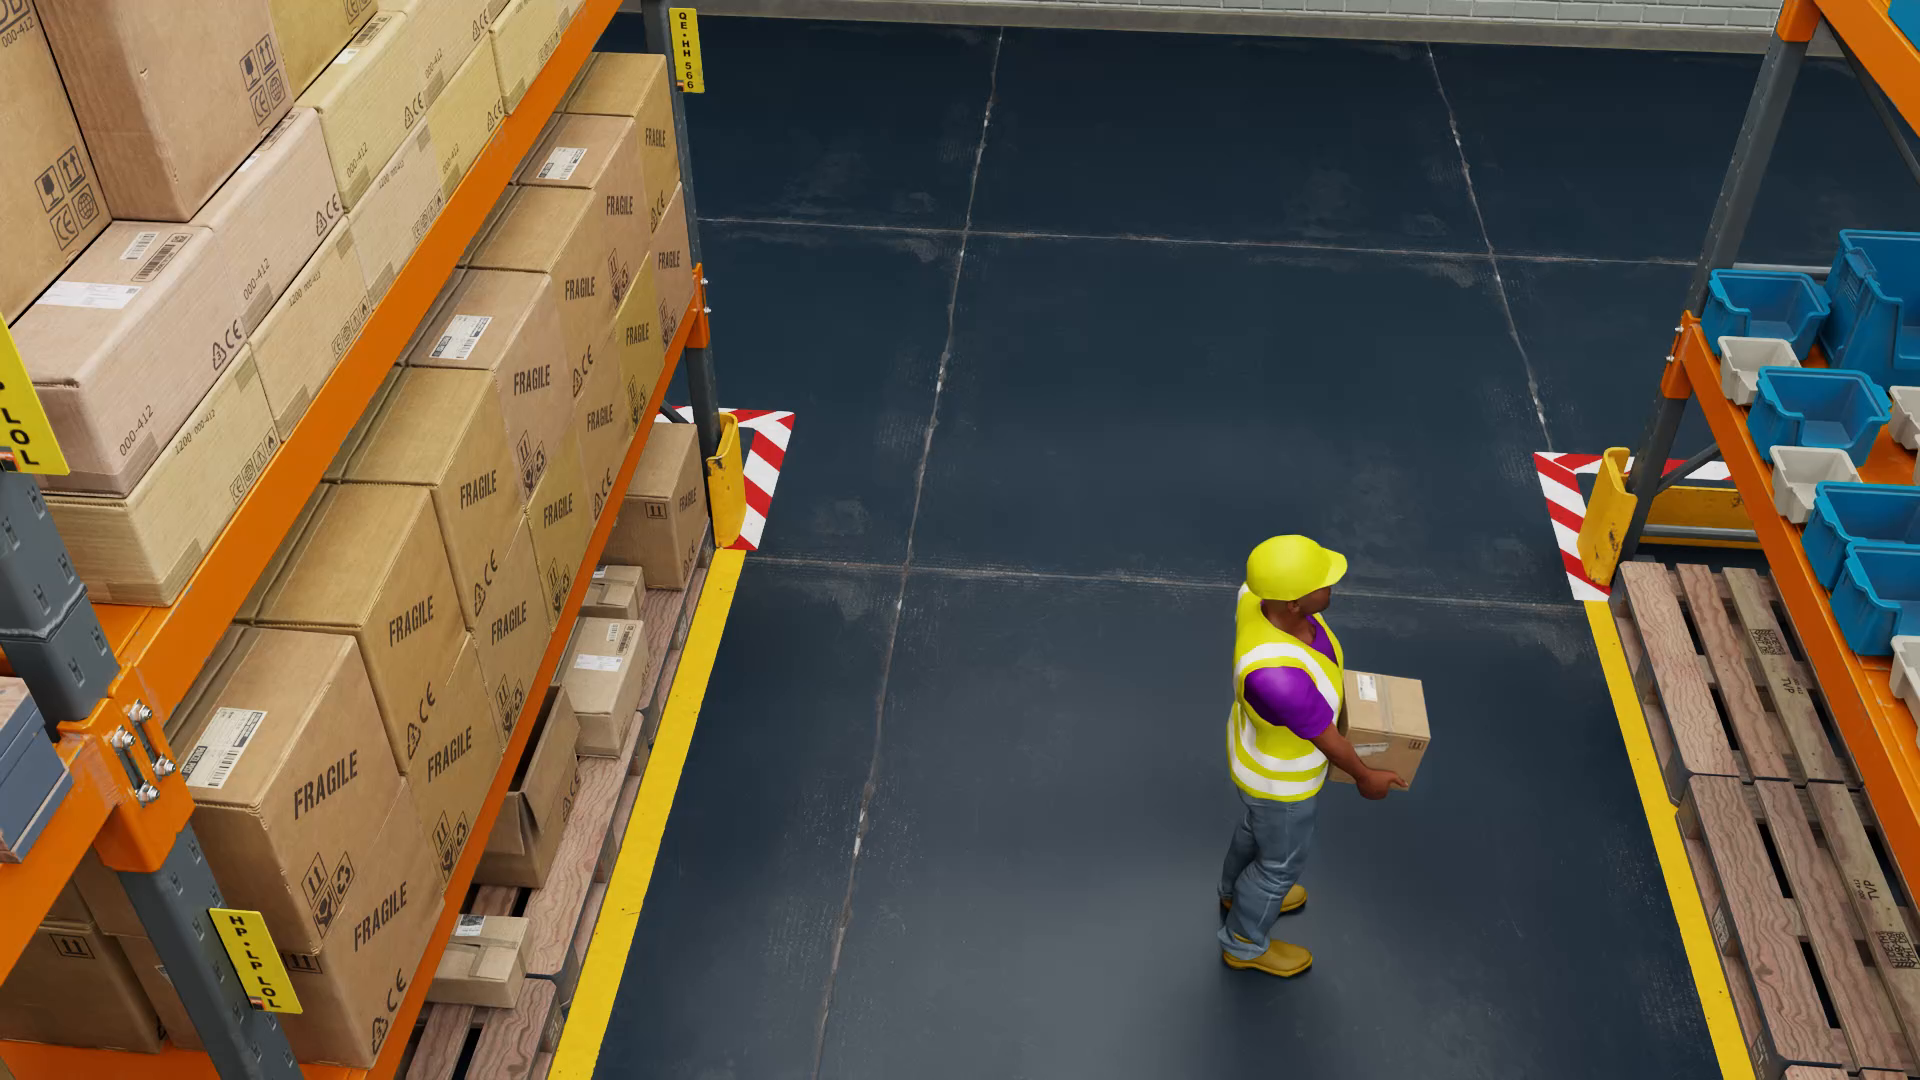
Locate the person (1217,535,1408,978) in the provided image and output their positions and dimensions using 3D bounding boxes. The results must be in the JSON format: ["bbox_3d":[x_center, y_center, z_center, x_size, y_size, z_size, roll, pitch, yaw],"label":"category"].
[{"bbox_3d":[1.112,0.693,5.314,0.577,1.758,0.502,3,40,4],"label":"person"}]
